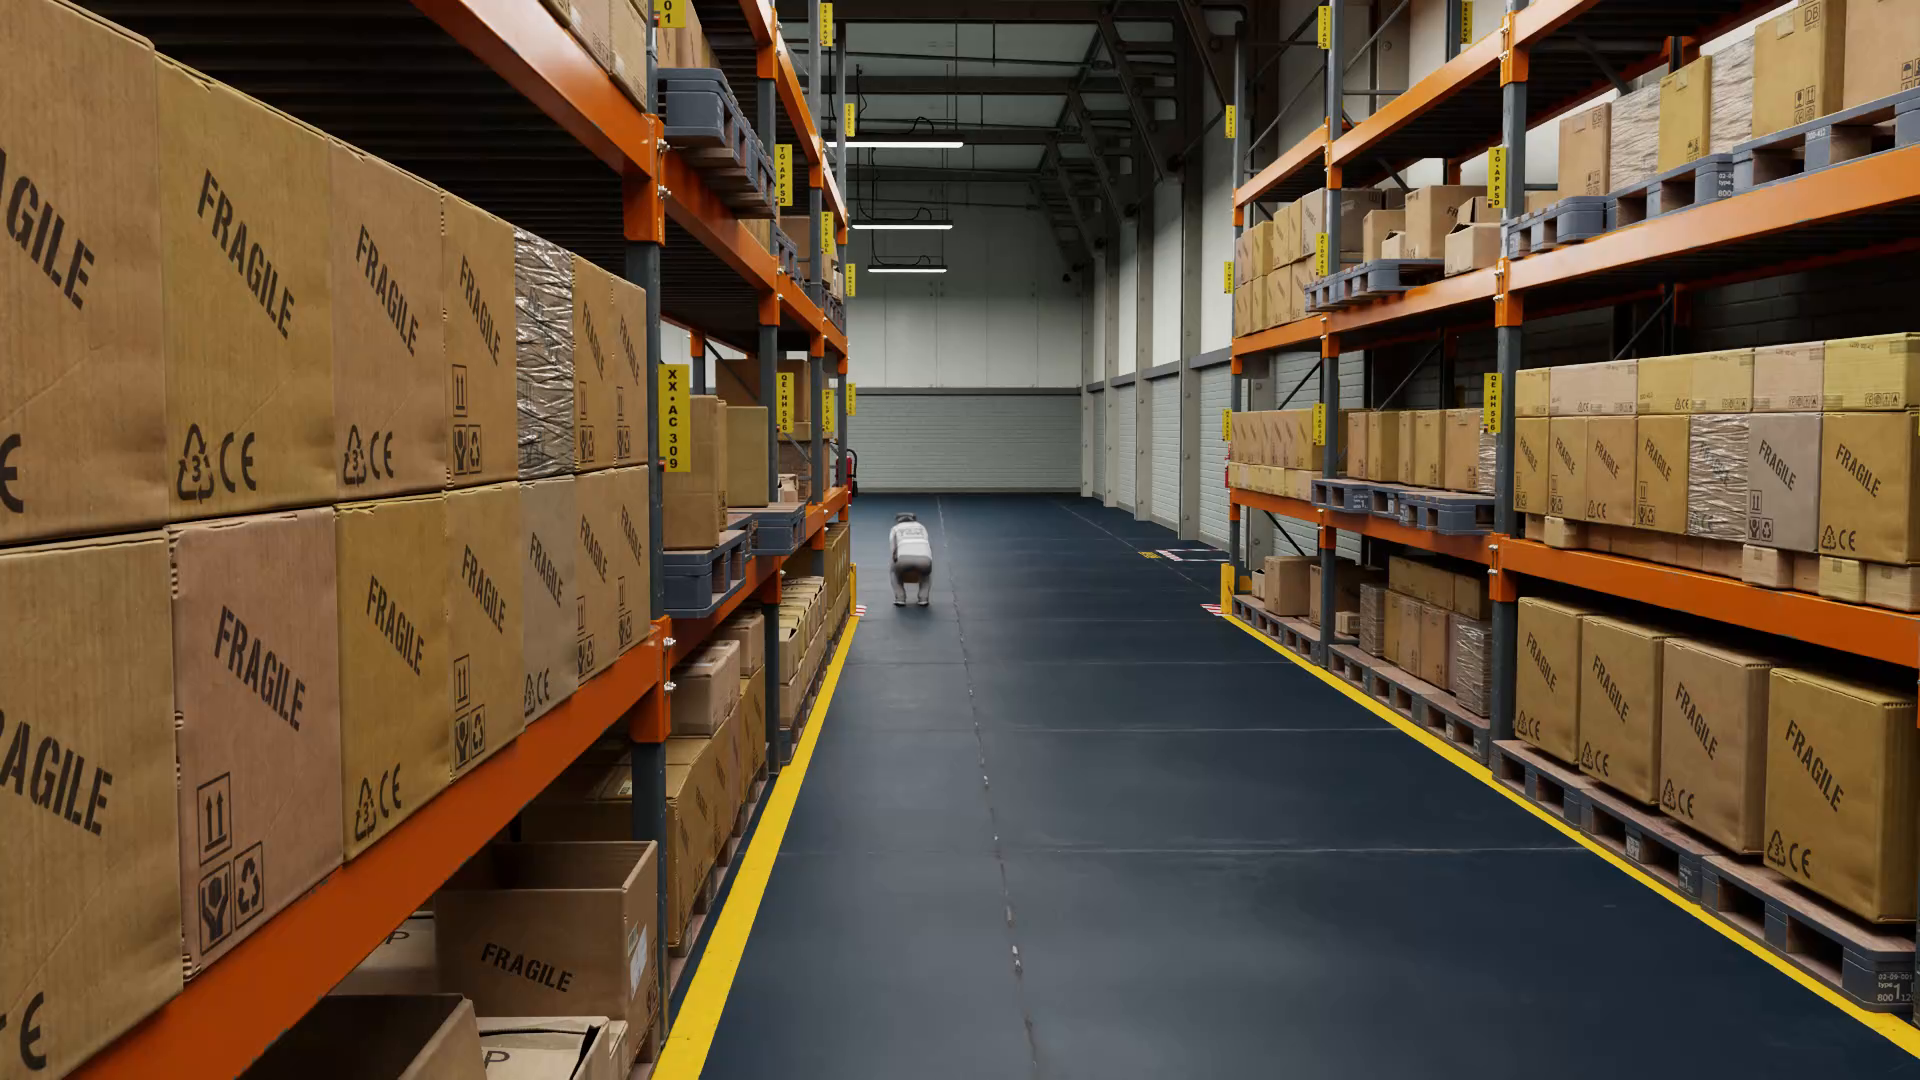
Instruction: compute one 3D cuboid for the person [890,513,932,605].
[{"bbox_3d":[-0.532,0.206,18.080,0.458,0.985,0.860,0,4,-4],"label":"person"}]
